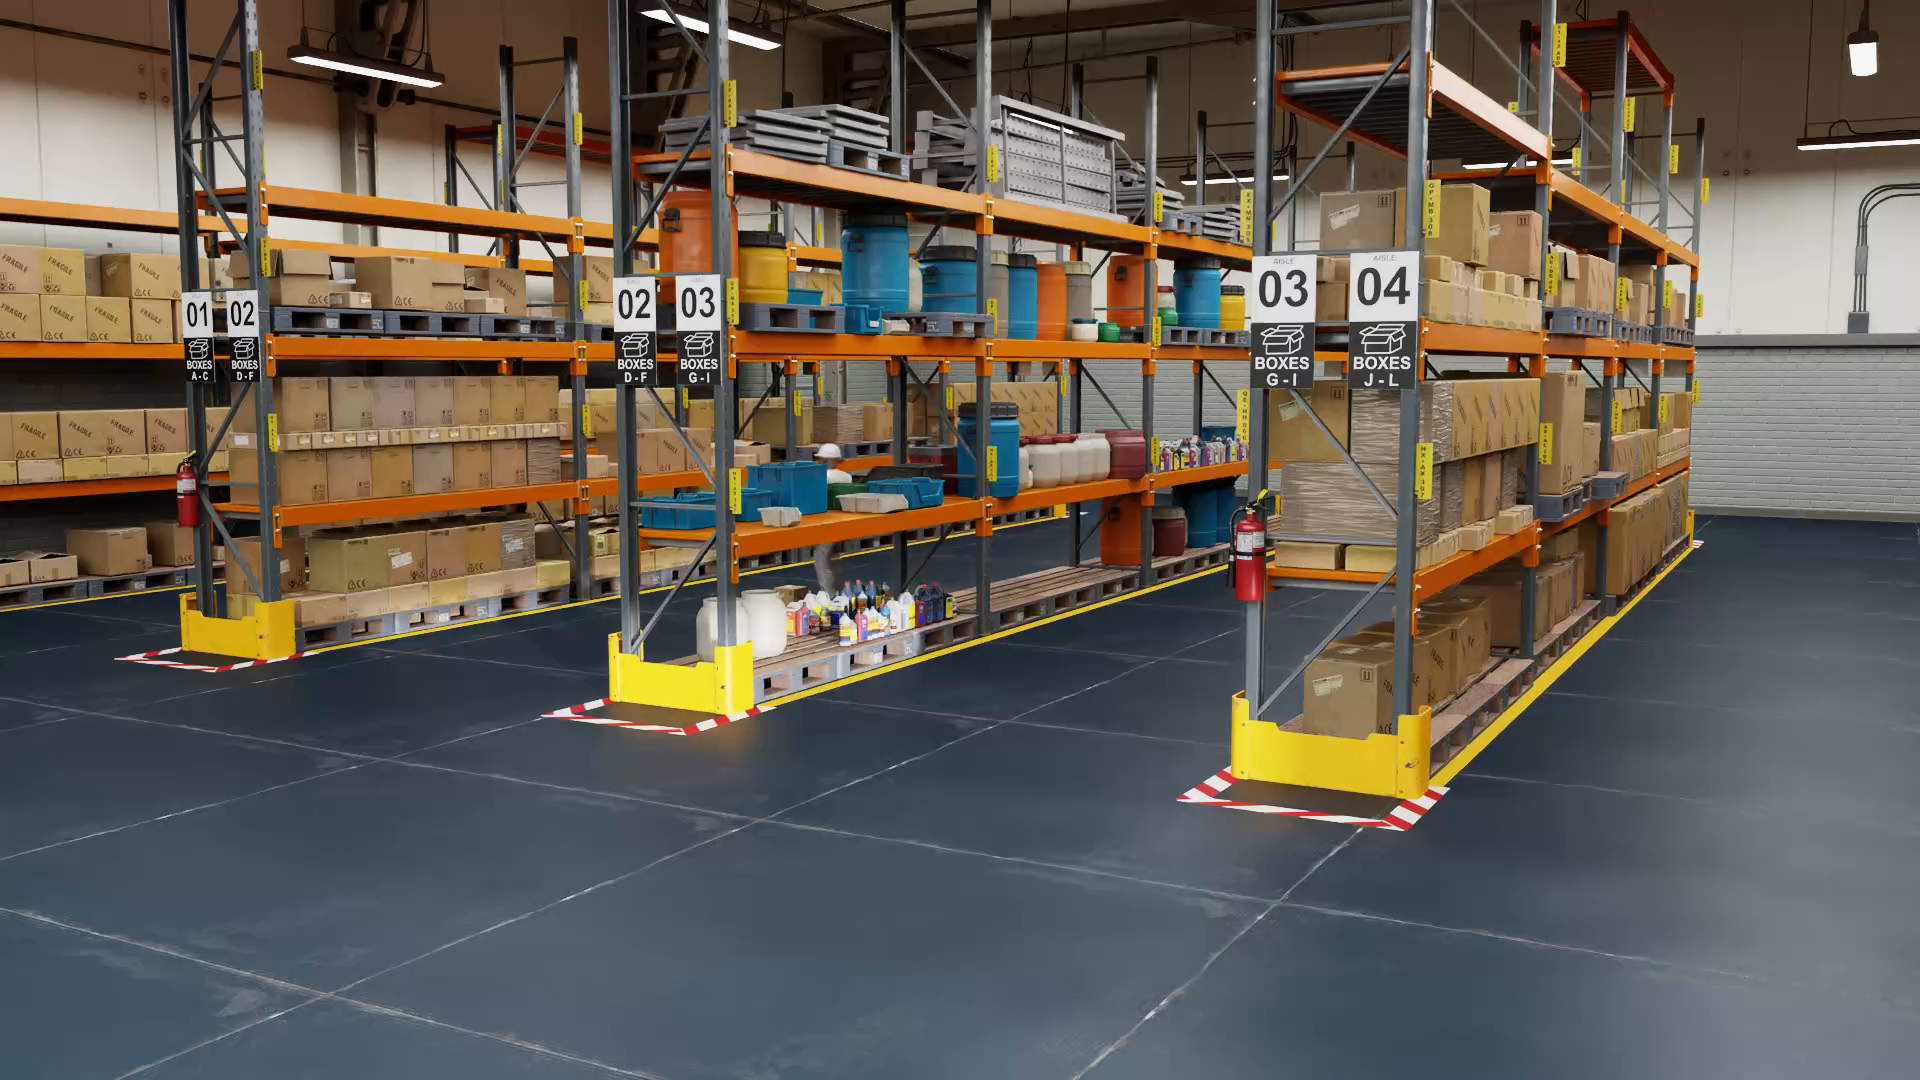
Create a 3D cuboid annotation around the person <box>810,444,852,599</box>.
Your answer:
[{"bbox_3d":[-1.370,-0.109,17.097,0.392,1.762,0.564,3,7,30],"label":"person"}]
